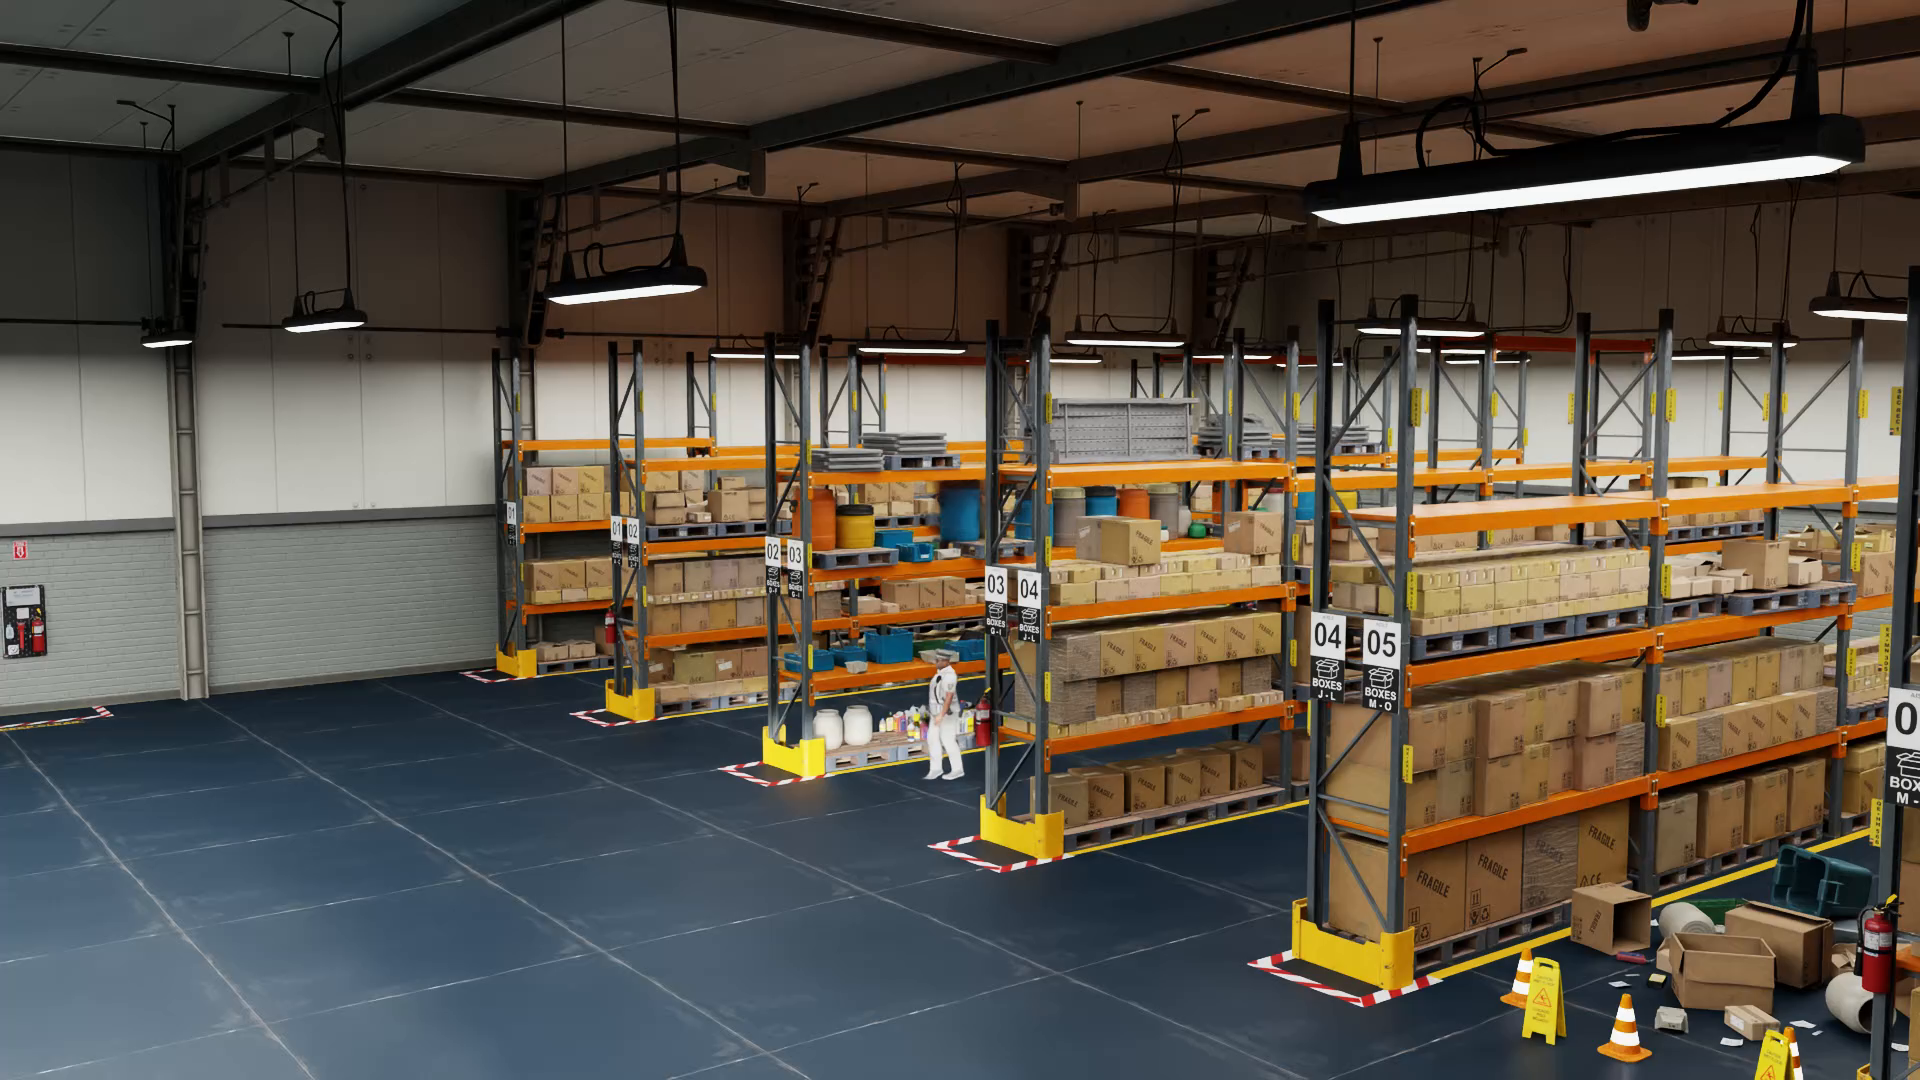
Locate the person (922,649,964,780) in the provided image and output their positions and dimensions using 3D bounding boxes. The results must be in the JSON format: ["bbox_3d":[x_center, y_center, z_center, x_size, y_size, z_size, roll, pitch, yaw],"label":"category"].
[{"bbox_3d":[-0.224,2.360,22.282,0.552,1.824,0.591,-2,5,-18],"label":"person"}]
